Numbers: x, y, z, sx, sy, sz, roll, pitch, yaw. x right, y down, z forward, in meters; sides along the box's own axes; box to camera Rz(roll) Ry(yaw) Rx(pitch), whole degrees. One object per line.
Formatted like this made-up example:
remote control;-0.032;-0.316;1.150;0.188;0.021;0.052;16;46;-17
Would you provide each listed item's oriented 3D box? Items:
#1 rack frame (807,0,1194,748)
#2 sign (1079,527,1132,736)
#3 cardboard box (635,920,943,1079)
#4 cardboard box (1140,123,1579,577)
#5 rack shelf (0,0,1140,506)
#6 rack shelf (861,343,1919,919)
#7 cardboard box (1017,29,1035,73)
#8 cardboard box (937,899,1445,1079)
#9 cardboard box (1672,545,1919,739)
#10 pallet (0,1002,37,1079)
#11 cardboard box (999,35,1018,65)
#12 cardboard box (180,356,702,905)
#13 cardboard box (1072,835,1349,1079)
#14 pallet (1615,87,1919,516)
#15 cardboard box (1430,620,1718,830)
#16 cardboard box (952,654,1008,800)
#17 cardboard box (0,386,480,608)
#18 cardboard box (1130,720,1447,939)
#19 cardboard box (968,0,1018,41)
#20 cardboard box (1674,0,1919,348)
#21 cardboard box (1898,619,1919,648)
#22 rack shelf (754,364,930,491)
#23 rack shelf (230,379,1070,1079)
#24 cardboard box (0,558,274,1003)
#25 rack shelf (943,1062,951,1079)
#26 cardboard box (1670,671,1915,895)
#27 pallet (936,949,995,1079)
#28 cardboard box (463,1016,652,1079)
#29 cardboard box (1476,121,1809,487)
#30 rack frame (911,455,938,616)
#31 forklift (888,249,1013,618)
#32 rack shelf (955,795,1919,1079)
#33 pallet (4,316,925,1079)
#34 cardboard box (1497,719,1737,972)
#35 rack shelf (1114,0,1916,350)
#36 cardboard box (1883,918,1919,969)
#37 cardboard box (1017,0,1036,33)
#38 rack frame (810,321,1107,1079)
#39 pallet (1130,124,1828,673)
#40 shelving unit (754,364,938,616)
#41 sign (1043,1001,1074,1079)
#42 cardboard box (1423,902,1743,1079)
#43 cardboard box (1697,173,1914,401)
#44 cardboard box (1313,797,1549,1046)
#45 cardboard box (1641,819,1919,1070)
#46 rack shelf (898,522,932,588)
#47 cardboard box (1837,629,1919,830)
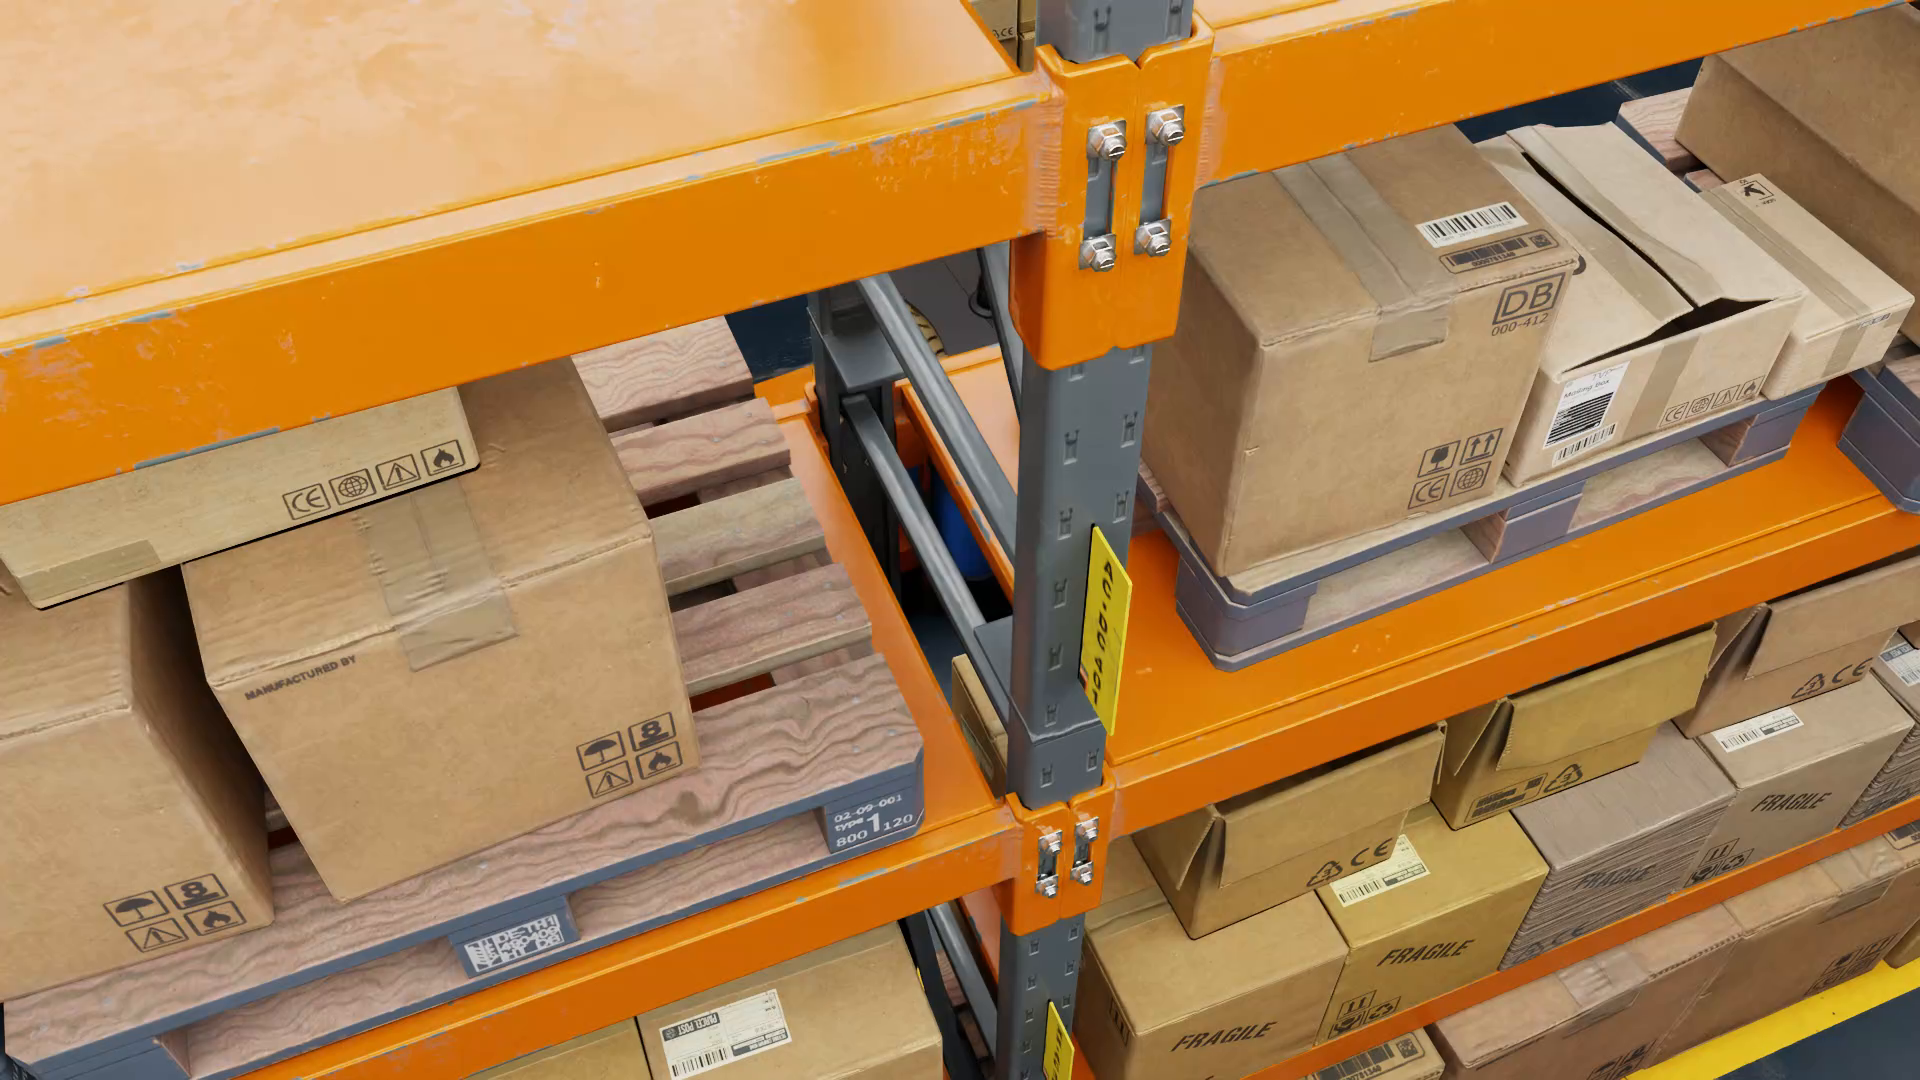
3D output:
rack frame;-0.026;-1.049;1.560;0.127;3.000;1.000;-17;52;-14
sign;0.185;0.123;2.138;0.005;0.325;0.100;-17;52;-14
cardboard box;-0.351;0.933;3.221;0.500;0.500;0.500;-16;51;-13
cardboard box;0.507;-0.415;2.650;0.500;0.500;0.700;-16;51;-13
rack shelf;-1.878;-0.111;1.492;4.000;0.370;1.077;-17;52;-14
rack shelf;1.825;-0.411;3.464;4.000;0.370;1.077;-17;52;-14
cardboard box;0.419;-2.395;8.041;0.500;0.500;0.500;-19;52;-16
cardboard box;0.558;1.263;4.653;0.875;0.875;1.225;-17;51;-14
cardboard box;1.771;-0.021;3.905;0.637;0.503;0.797;-16;51;-13
pallet;-1.915;0.531;2.238;1.213;0.211;1.003;-17;52;-14
cardboard box;-0.055;-2.268;7.932;0.500;0.500;0.500;-16;51;-14
cardboard box;-0.728;-0.007;2.234;0.500;0.500;0.700;-20;52;-16
cardboard box;0.494;0.916;3.761;0.500;0.500;0.500;-17;51;-14
pallet;2.066;-0.613;3.287;1.213;0.211;1.003;-15;51;-13
cardboard box;1.202;0.168;3.742;0.637;0.503;0.797;-17;51;-14
cardboard box;0.303;0.547;4.078;0.500;0.500;0.500;-17;51;-14
cardboard box;-0.900;-0.253;1.951;0.500;0.250;0.500;-20;52;-17
cardboard box;0.562;0.357;3.580;0.637;0.503;0.797;-18;52;-15
cardboard box;-0.058;-2.498;7.635;0.500;0.250;0.500;-15;51;-13
cardboard box;1.793;-0.789;2.969;0.637;0.503;0.797;-18;52;-15
cardboard box;2.389;-0.218;4.074;0.637;0.503;0.797;-16;51;-13
rack shelf;-0.666;-0.267;5.693;1.000;0.278;0.538;-21;53;-17
rack shelf;-1.878;0.736;2.478;4.000;0.370;1.077;-17;52;-14
cardboard box;-1.228;0.144;2.104;0.500;0.500;0.700;-15;51;-12
rack shelf;-1.878;1.713;3.616;4.000;0.370;1.077;-17;52;-14
cardboard box;1.899;0.476;4.139;0.500;0.500;0.500;-16;51;-14
pallet;0.659;1.540;5.129;1.213;0.211;1.003;-17;52;-14
cardboard box;-0.816;1.073;3.100;0.500;0.500;0.500;-17;51;-14
cardboard box;1.023;-0.431;2.789;0.500;0.311;0.500;-19;52;-15
rack frame;-0.213;-0.252;6.065;0.032;1.125;0.500;-21;53;-17
forklift;1.109;-1.453;5.907;3.031;2.935;1.130;-21;53;-17
rack shelf;1.825;0.566;4.602;4.000;0.370;1.077;-17;52;-14
pallet;-0.788;0.184;2.537;1.213;0.211;1.003;-17;52;-14
cardboard box;1.422;0.628;4.008;0.500;0.500;0.500;-18;52;-15
rack shelf;1.825;-1.258;2.477;4.000;0.370;1.077;-17;52;-14
cardboard box;3.030;0.497;5.311;0.875;0.875;1.225;-19;52;-16
cardboard box;0.421;-2.654;7.769;0.500;0.250;0.500;-16;51;-13
rack frame;-0.026;0.905;3.836;0.127;3.000;1.000;-17;52;-14
pallet;0.804;-0.307;3.026;1.217;0.209;0.805;-19;52;-16
shelving unit;-0.666;-0.076;5.915;1.048;1.125;0.538;-21;53;-17
sign;0.185;0.987;3.143;0.005;0.325;0.100;-17;52;-14
cardboard box;1.385;1.006;4.873;0.875;0.875;1.225;-19;52;-15
cardboard box;1.409;-0.449;2.910;0.250;0.149;0.380;-19;52;-16
cardboard box;0.959;0.772;3.885;0.500;0.500;0.500;-17;51;-14
cardboard box;2.202;0.747;5.096;0.875;0.875;1.225;-17;51;-14
rack shelf;-0.666;0.083;6.100;1.000;0.278;0.538;-21;53;-17
cardboard box;2.370;0.331;4.263;0.500;0.500;0.500;-19;52;-15
